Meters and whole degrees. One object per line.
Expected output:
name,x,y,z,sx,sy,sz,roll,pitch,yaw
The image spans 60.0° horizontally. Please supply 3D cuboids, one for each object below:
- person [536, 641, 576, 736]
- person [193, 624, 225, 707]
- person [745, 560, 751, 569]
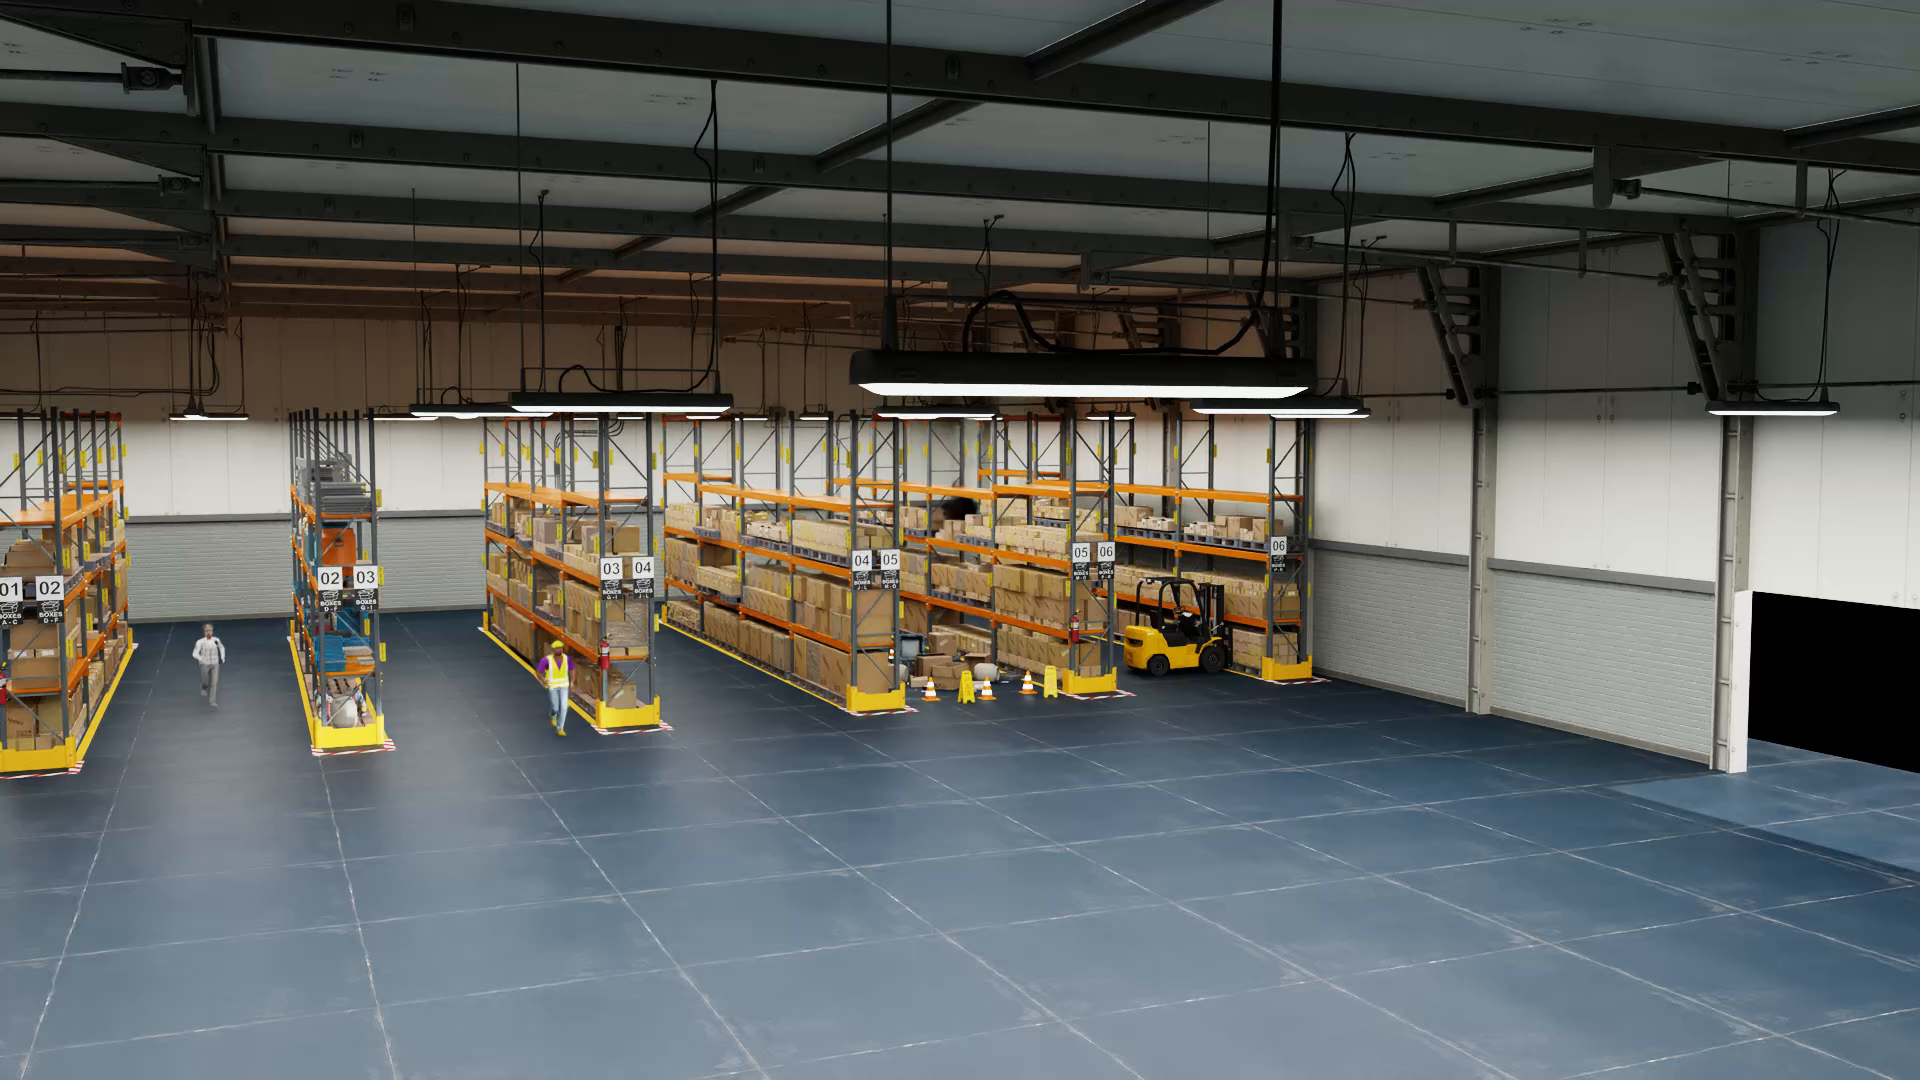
person,-7.441,2.718,30.707,0.737,1.735,0.602,-2,4,-26
person,-15.214,2.531,33.756,0.632,1.661,0.861,-3,5,-34
person,-6.143,1.409,50.313,0.912,1.633,0.721,-1,4,-17
